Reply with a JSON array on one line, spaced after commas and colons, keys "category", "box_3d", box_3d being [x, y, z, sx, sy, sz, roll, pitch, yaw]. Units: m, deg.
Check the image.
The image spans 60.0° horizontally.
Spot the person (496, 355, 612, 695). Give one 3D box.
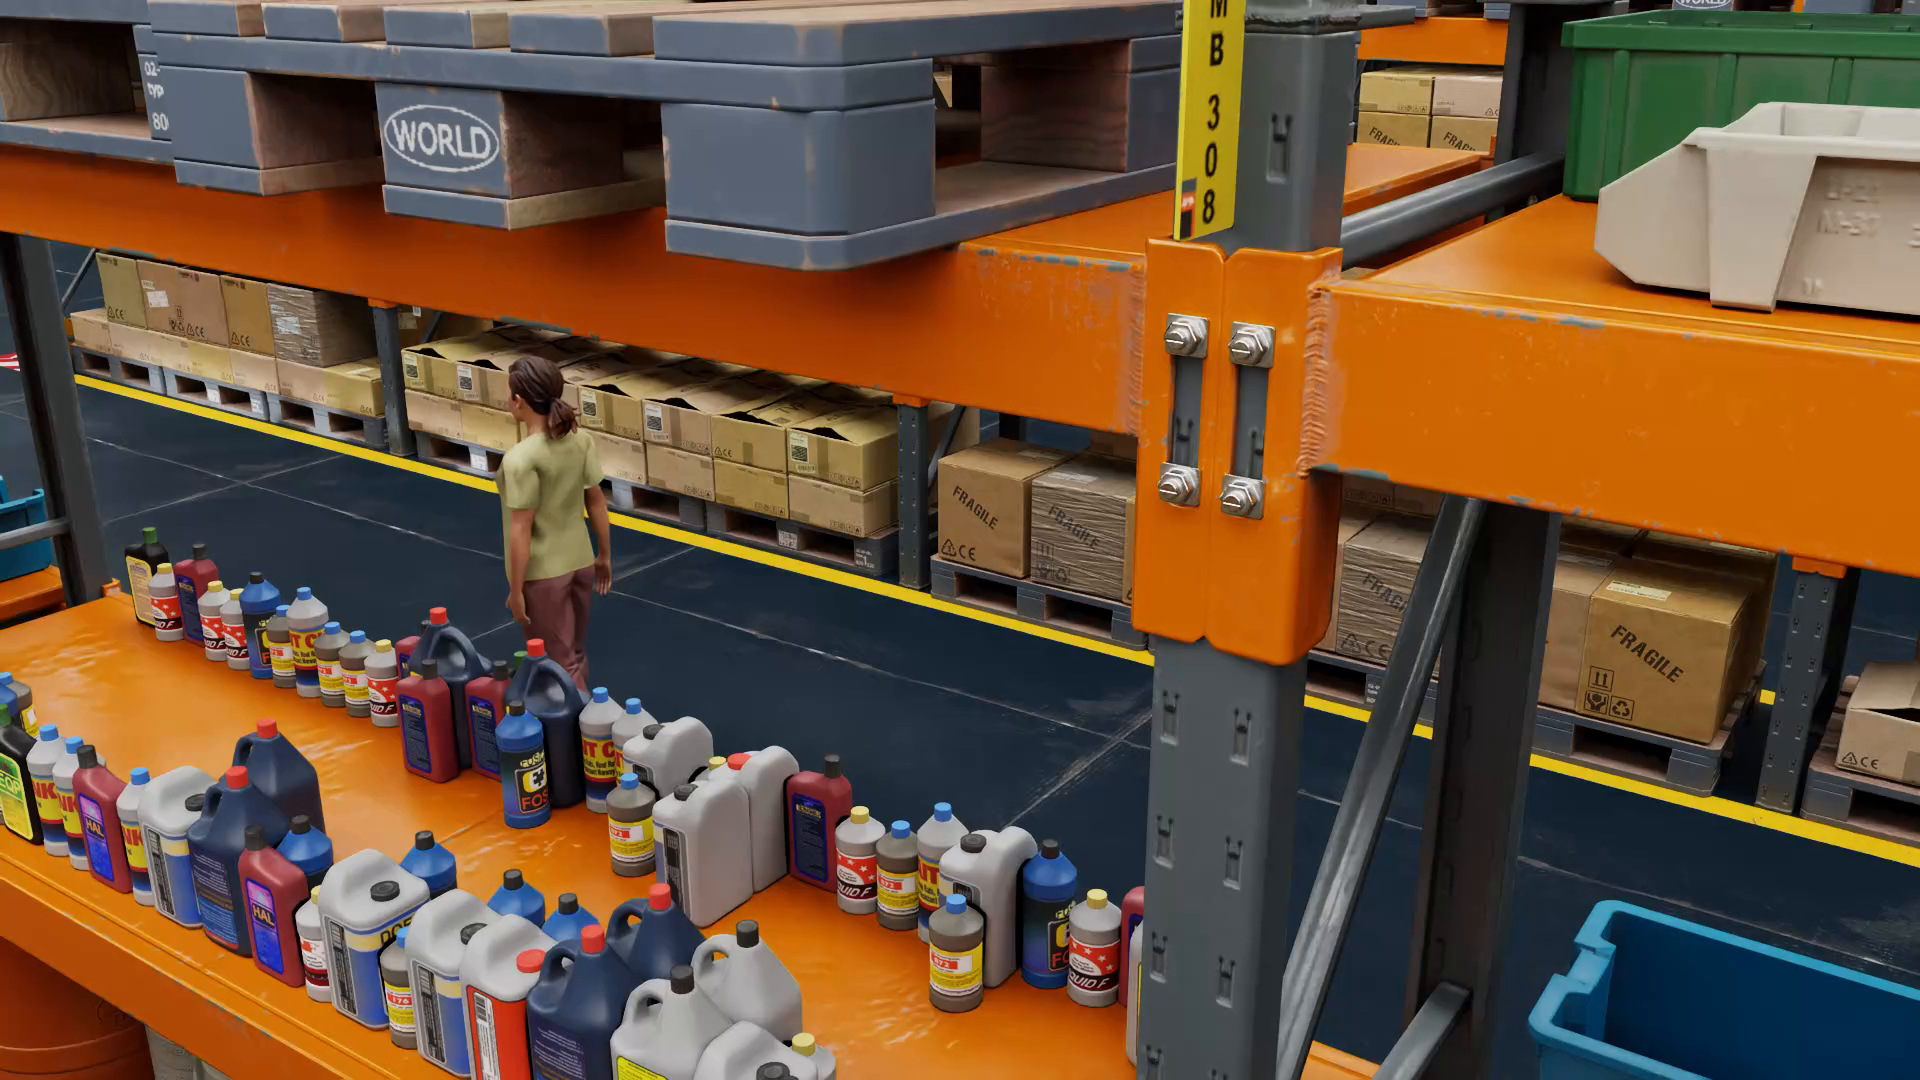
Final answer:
[{"category": "person", "box_3d": [-1.571, 0.124, 6.205, 0.551, 1.673, 0.459, 10, 22, 25]}]
